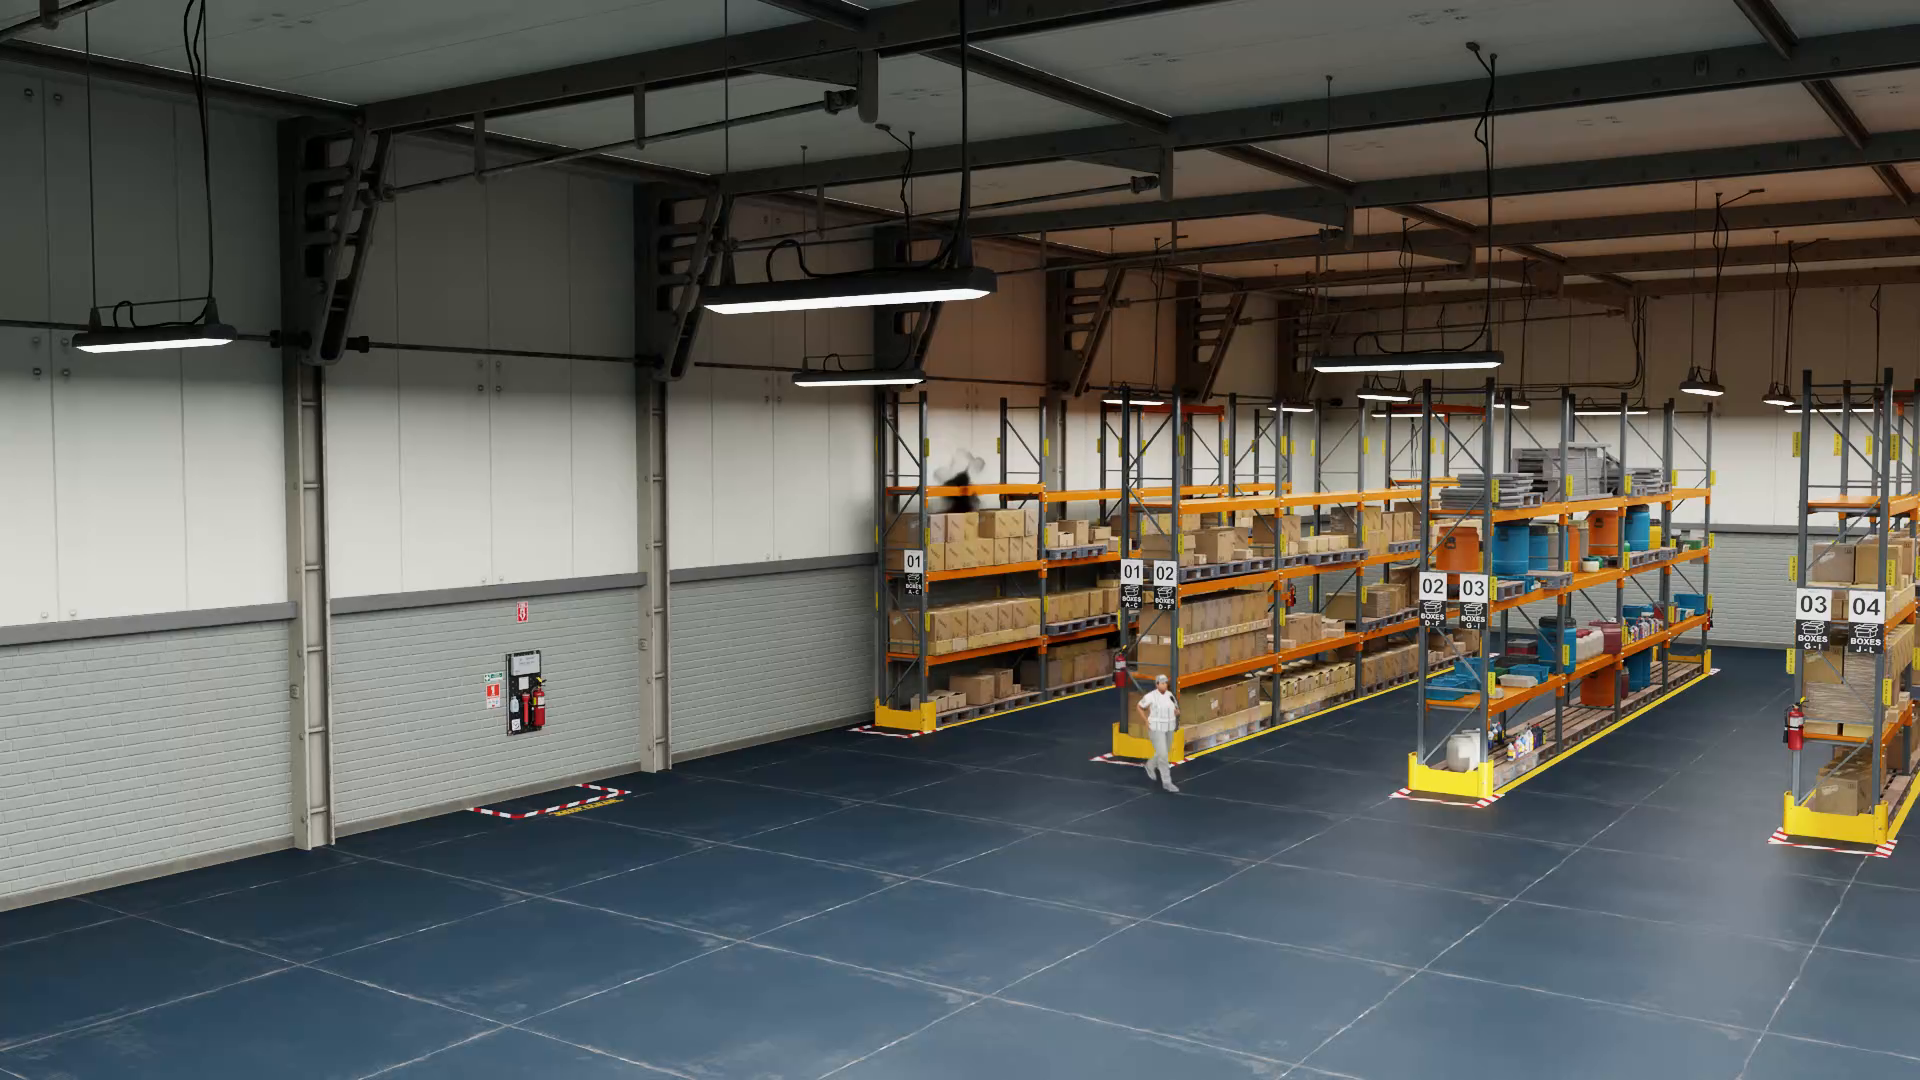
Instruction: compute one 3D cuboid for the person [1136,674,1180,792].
[{"bbox_3d":[2.958,2.797,24.406,0.605,1.653,0.924,-2,4,-32],"label":"person"}]
